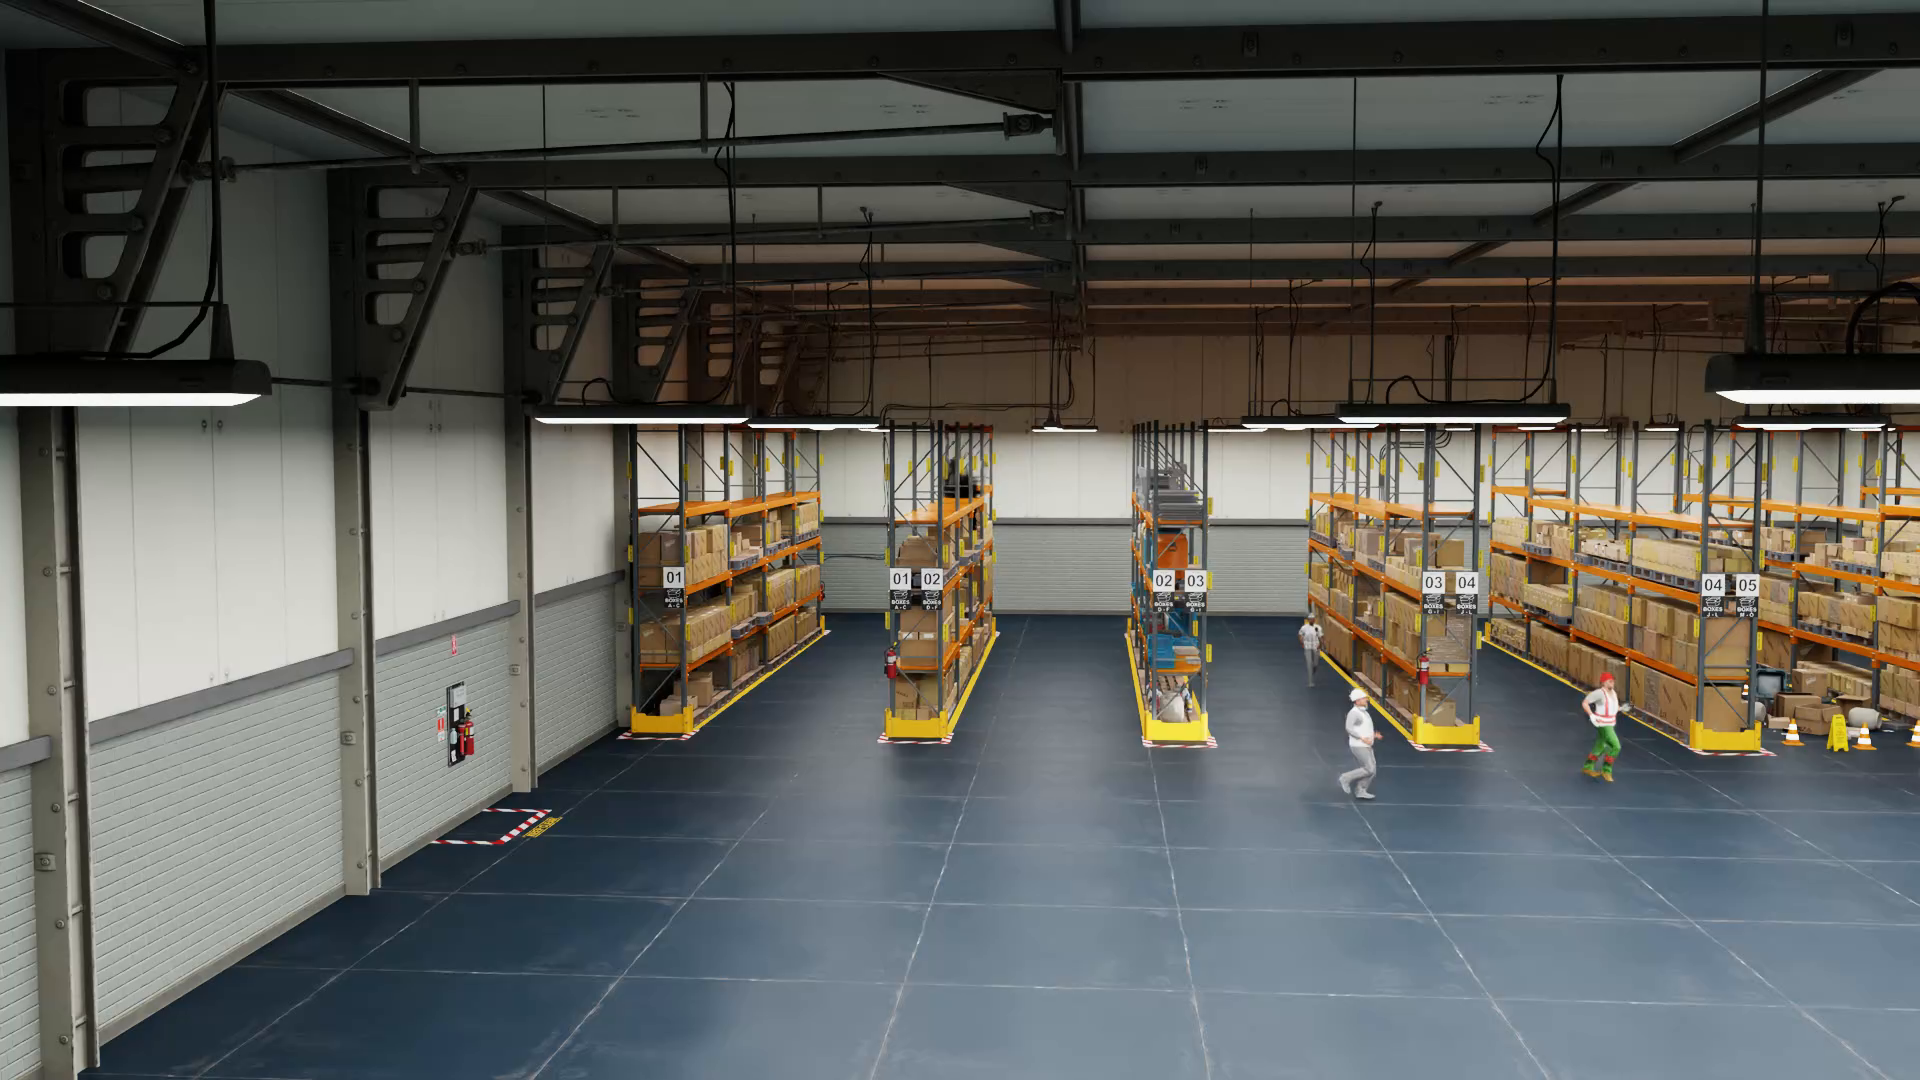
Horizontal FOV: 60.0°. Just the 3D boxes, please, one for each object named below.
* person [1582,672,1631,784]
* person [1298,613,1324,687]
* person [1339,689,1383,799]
[{"bbox_3d":[10.690,3.104,27.509,0.616,1.842,0.759,-4,5,-45],"label":"person"},{"bbox_3d":[8.023,2.483,37.983,0.594,1.672,0.758,0,4,6],"label":"person"},{"bbox_3d":[6.298,3.204,26.143,0.609,1.722,0.658,2,4,29],"label":"person"}]
